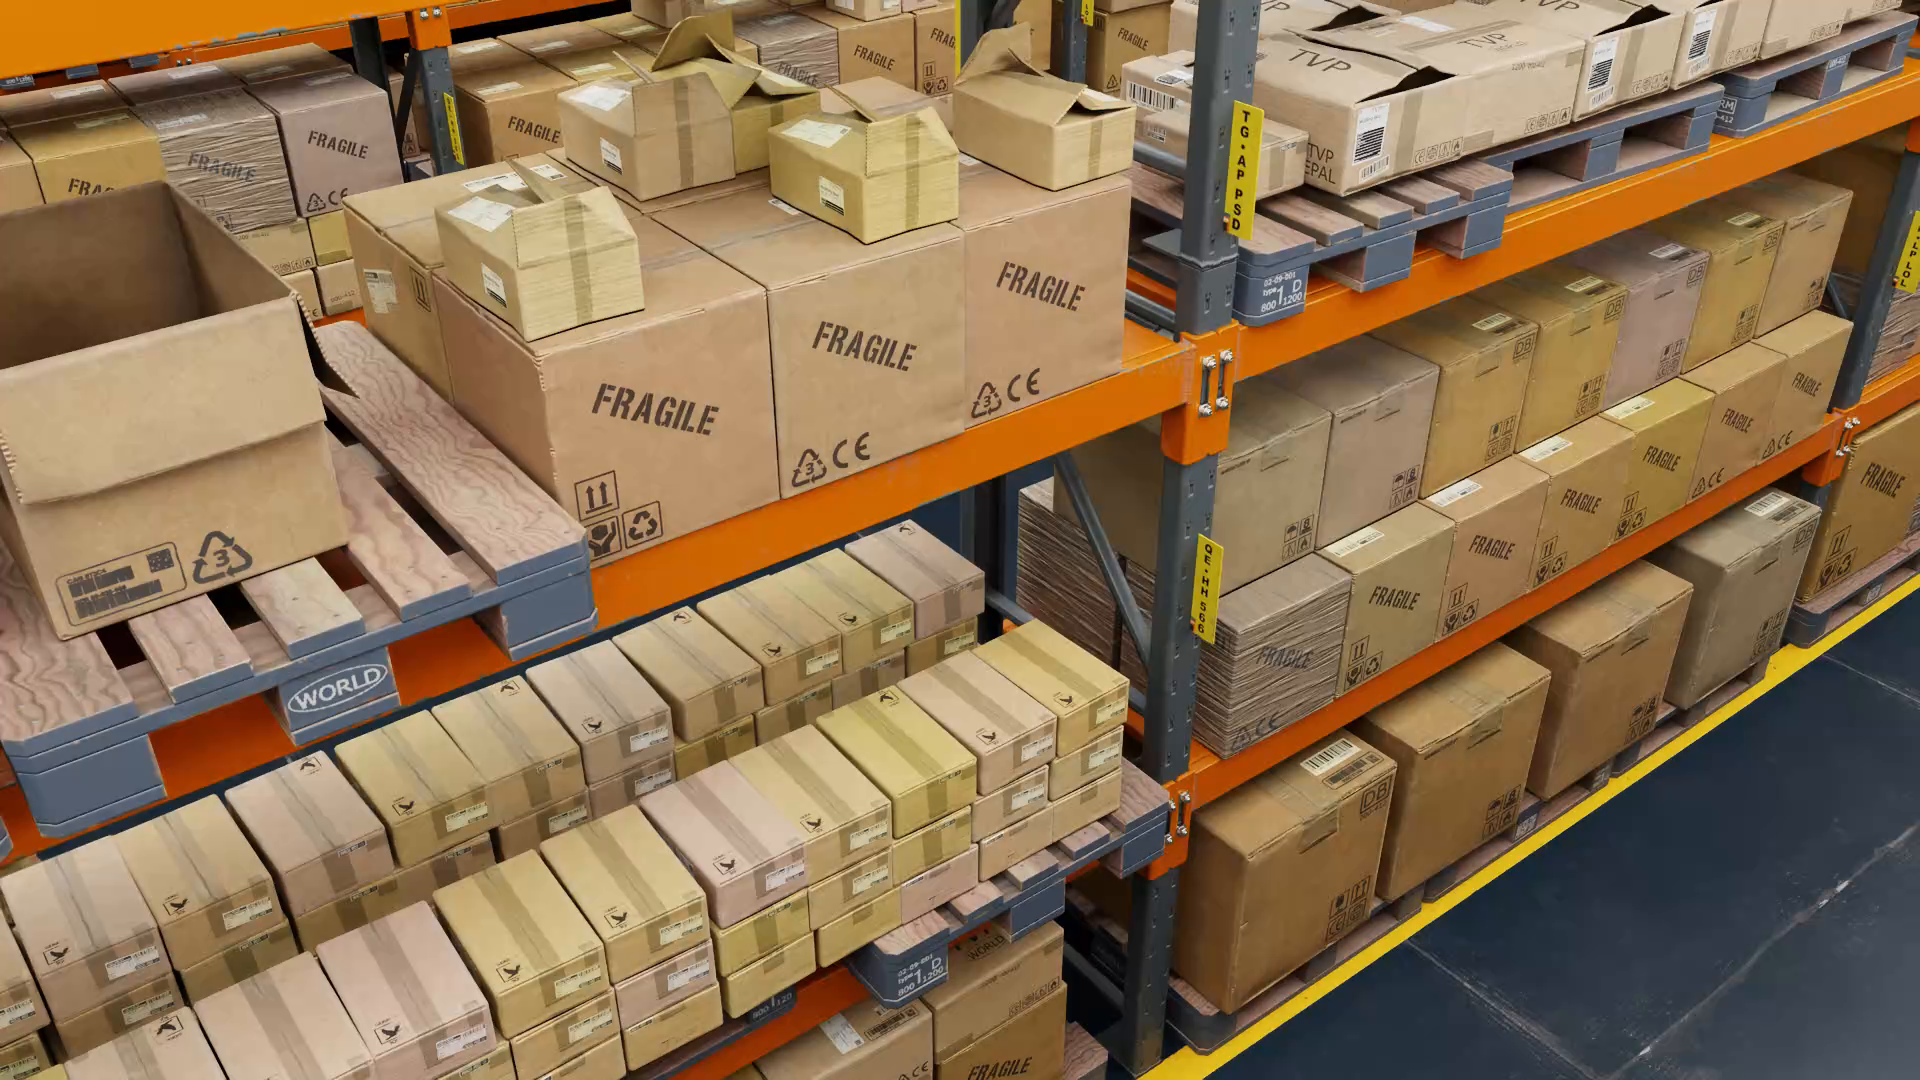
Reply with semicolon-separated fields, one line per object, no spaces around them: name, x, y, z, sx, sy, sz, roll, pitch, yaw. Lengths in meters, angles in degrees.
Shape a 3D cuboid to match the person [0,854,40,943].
person;-3.088;1.304;5.351;0.601;1.473;0.445;-24;39;-32
